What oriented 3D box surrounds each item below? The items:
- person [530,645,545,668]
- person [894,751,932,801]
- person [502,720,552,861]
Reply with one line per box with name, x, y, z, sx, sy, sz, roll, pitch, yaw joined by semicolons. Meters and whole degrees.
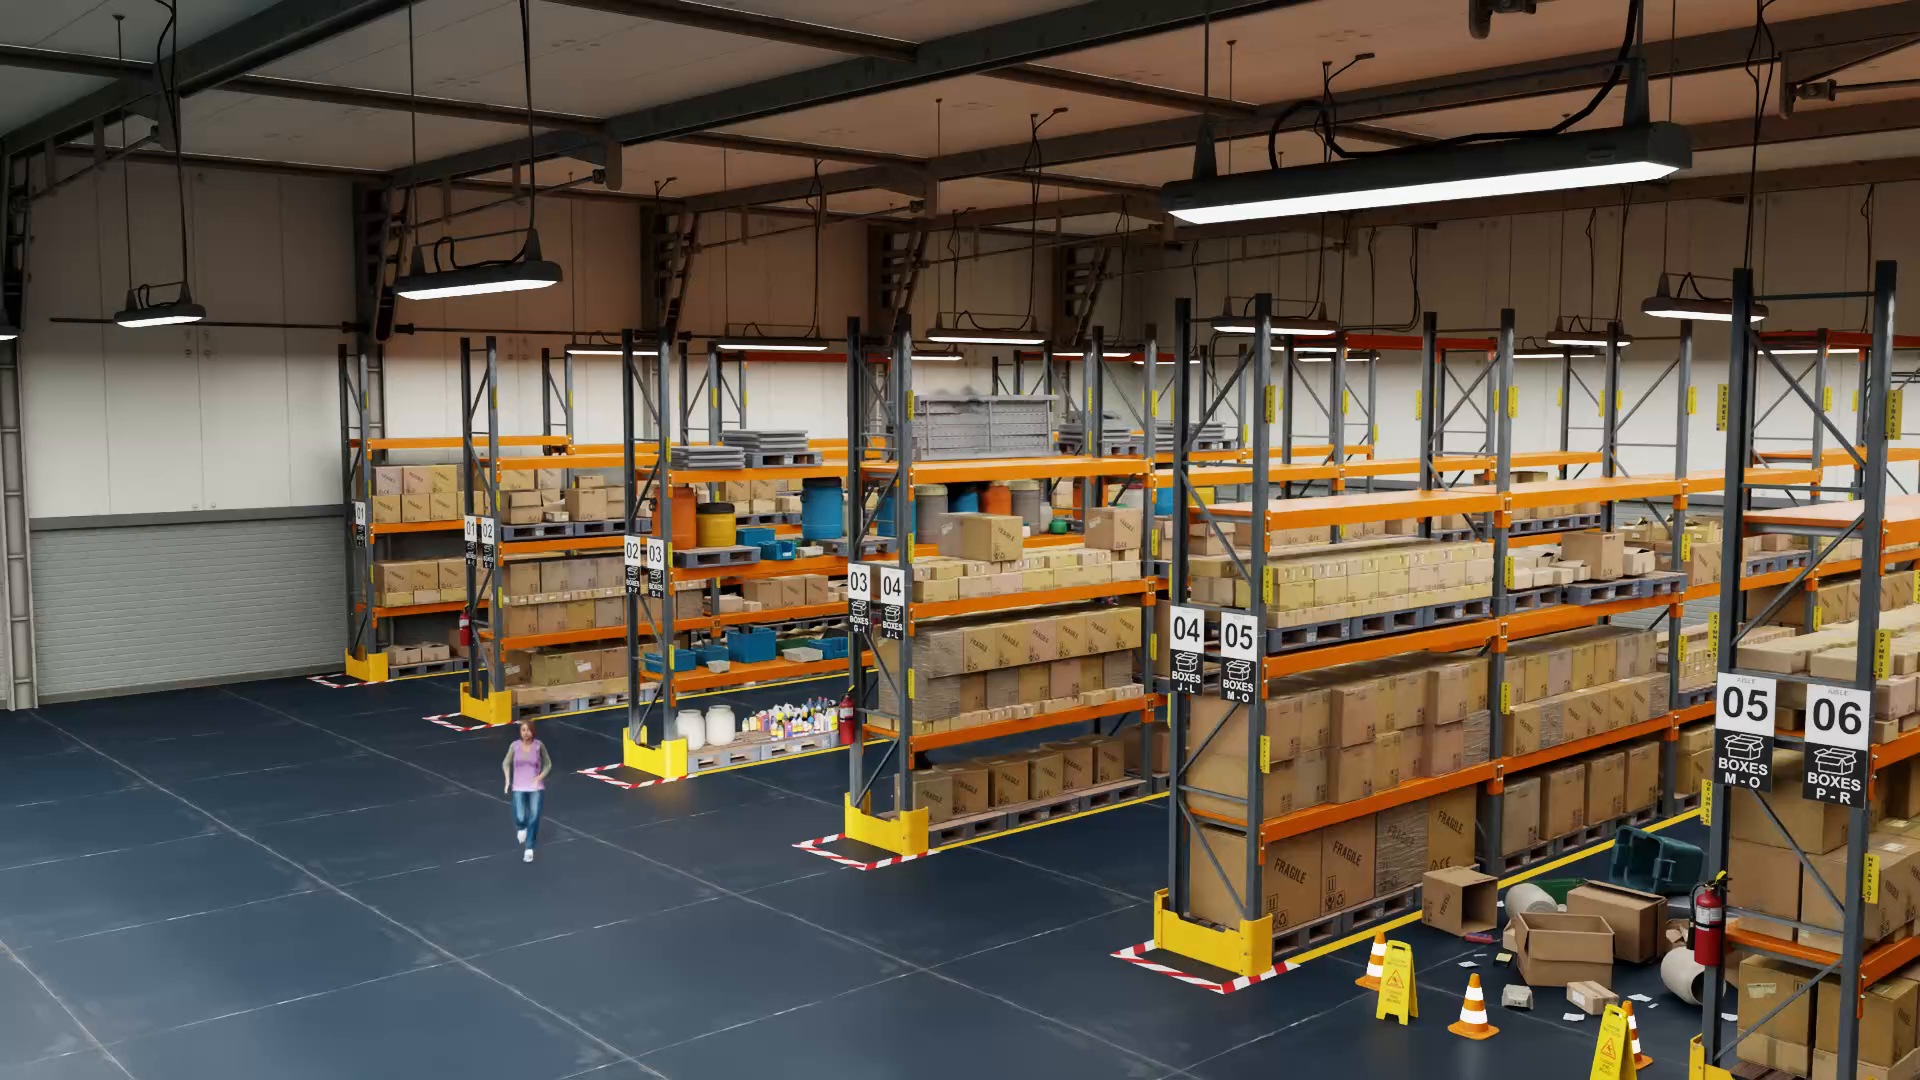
person;-7.201;1.757;28.552;0.711;1.763;0.637;-5;7;-43
person;-0.595;2.356;21.308;0.678;1.829;0.923;4;7;40
person;-4.775;2.758;18.355;0.541;1.558;0.541;-1;5;-11
